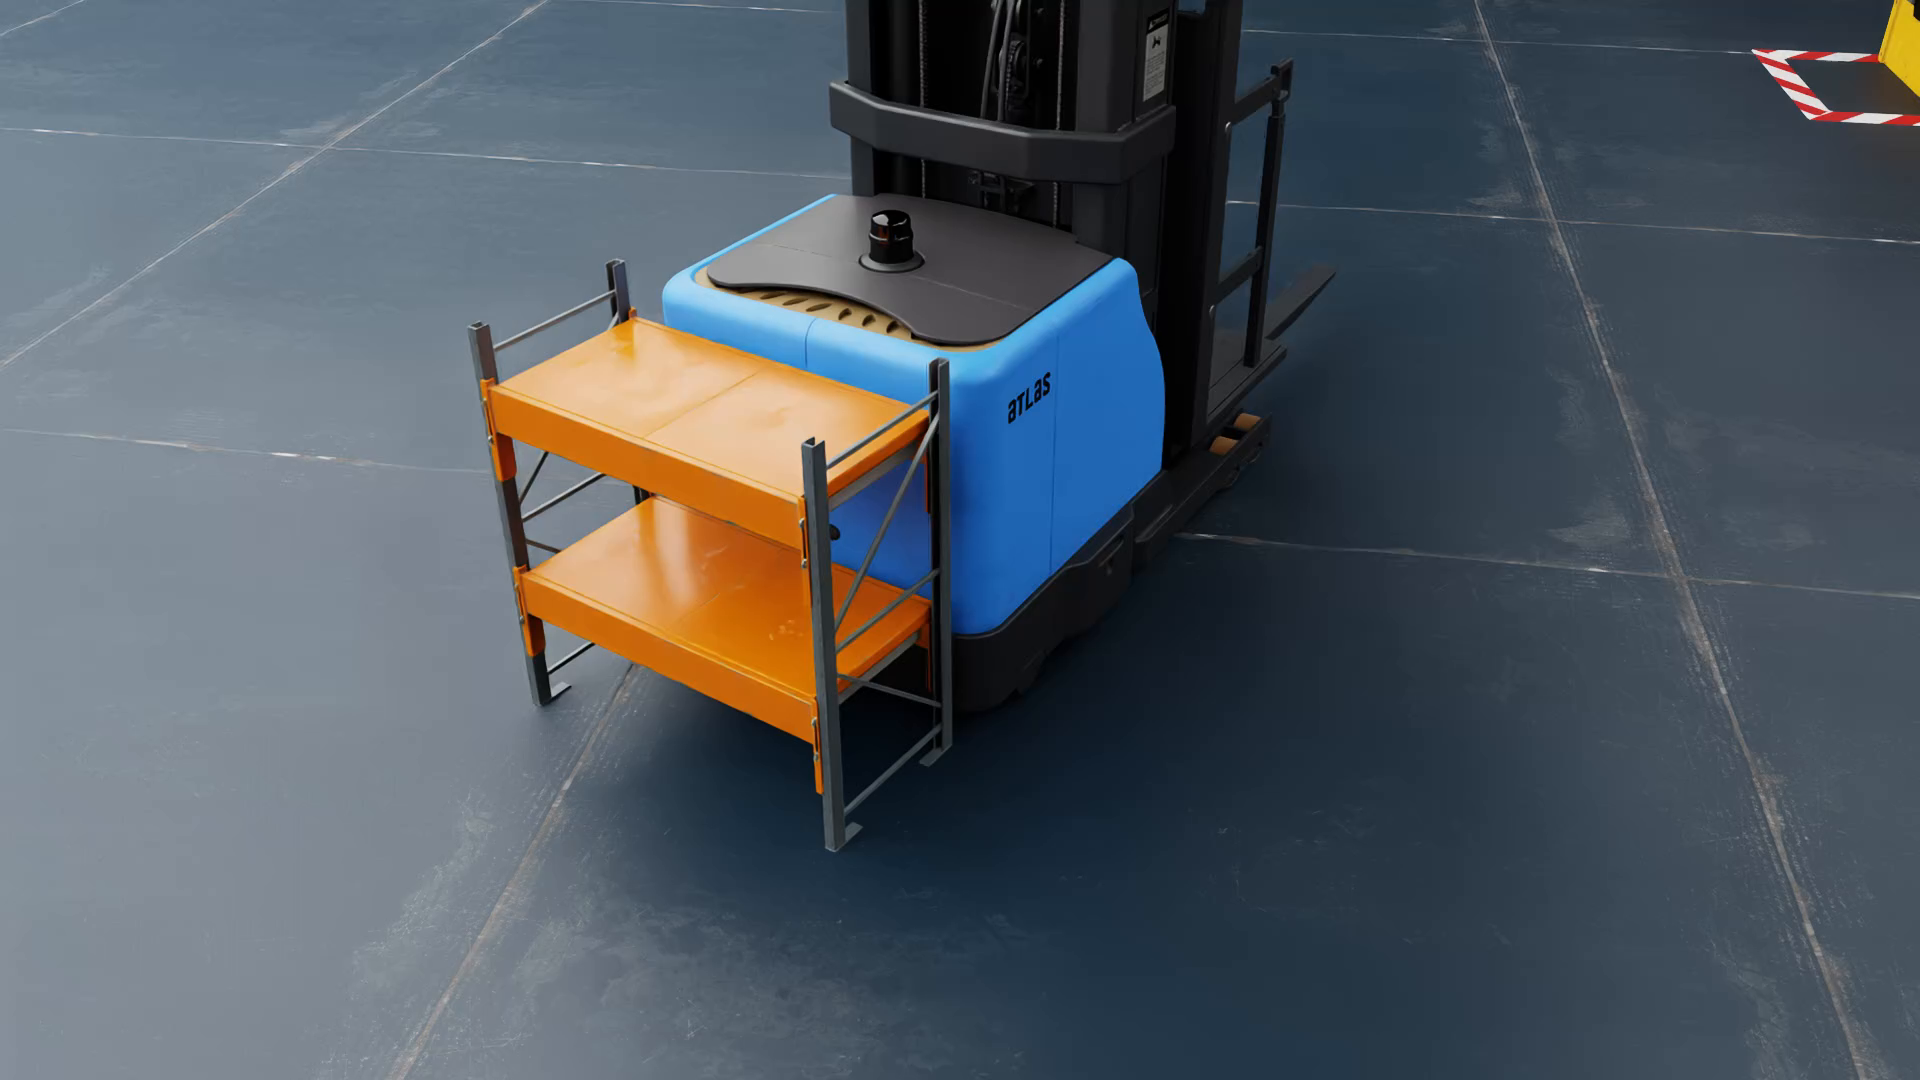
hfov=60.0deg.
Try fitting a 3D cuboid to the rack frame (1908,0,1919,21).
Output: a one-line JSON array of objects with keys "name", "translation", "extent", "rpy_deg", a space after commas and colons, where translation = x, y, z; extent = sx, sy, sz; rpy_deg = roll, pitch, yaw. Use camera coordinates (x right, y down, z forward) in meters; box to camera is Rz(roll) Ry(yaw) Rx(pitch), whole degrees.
[{"name": "rack frame", "translation": [5.381, -3.782, 8.466], "extent": [0.127, 3.000, 1.000], "rpy_deg": [5, 32, 8]}]

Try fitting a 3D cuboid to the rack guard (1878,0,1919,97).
[{"name": "rack guard", "translation": [5.464, -2.741, 9.157], "extent": [0.348, 0.500, 1.175], "rpy_deg": [5, 32, 8]}]

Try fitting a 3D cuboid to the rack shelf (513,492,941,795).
[{"name": "rack shelf", "translation": [-0.593, 0.225, 4.289], "extent": [1.000, 0.278, 0.538], "rpy_deg": [20, 37, 29]}]

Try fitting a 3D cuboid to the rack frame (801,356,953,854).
[{"name": "rack frame", "translation": [-0.175, 0.171, 3.915], "extent": [0.032, 1.125, 0.500], "rpy_deg": [20, 37, 29]}]

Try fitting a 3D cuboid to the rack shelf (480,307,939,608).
[{"name": "rack shelf", "translation": [-0.595, -0.230, 4.003], "extent": [1.000, 0.278, 0.538], "rpy_deg": [20, 37, 29]}]

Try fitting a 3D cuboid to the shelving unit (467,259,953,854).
[{"name": "shelving unit", "translation": [-0.594, 0.018, 4.159], "extent": [1.048, 1.125, 0.538], "rpy_deg": [20, 37, 29]}]

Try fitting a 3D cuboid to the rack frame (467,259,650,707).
[{"name": "rack frame", "translation": [-1.013, -0.135, 4.403], "extent": [0.032, 1.125, 0.500], "rpy_deg": [20, 37, 29]}]

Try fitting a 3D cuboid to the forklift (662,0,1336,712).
[{"name": "forklift", "translation": [0.406, -1.536, 4.941], "extent": [1.130, 2.935, 3.031], "rpy_deg": [18, 36, 26]}]
